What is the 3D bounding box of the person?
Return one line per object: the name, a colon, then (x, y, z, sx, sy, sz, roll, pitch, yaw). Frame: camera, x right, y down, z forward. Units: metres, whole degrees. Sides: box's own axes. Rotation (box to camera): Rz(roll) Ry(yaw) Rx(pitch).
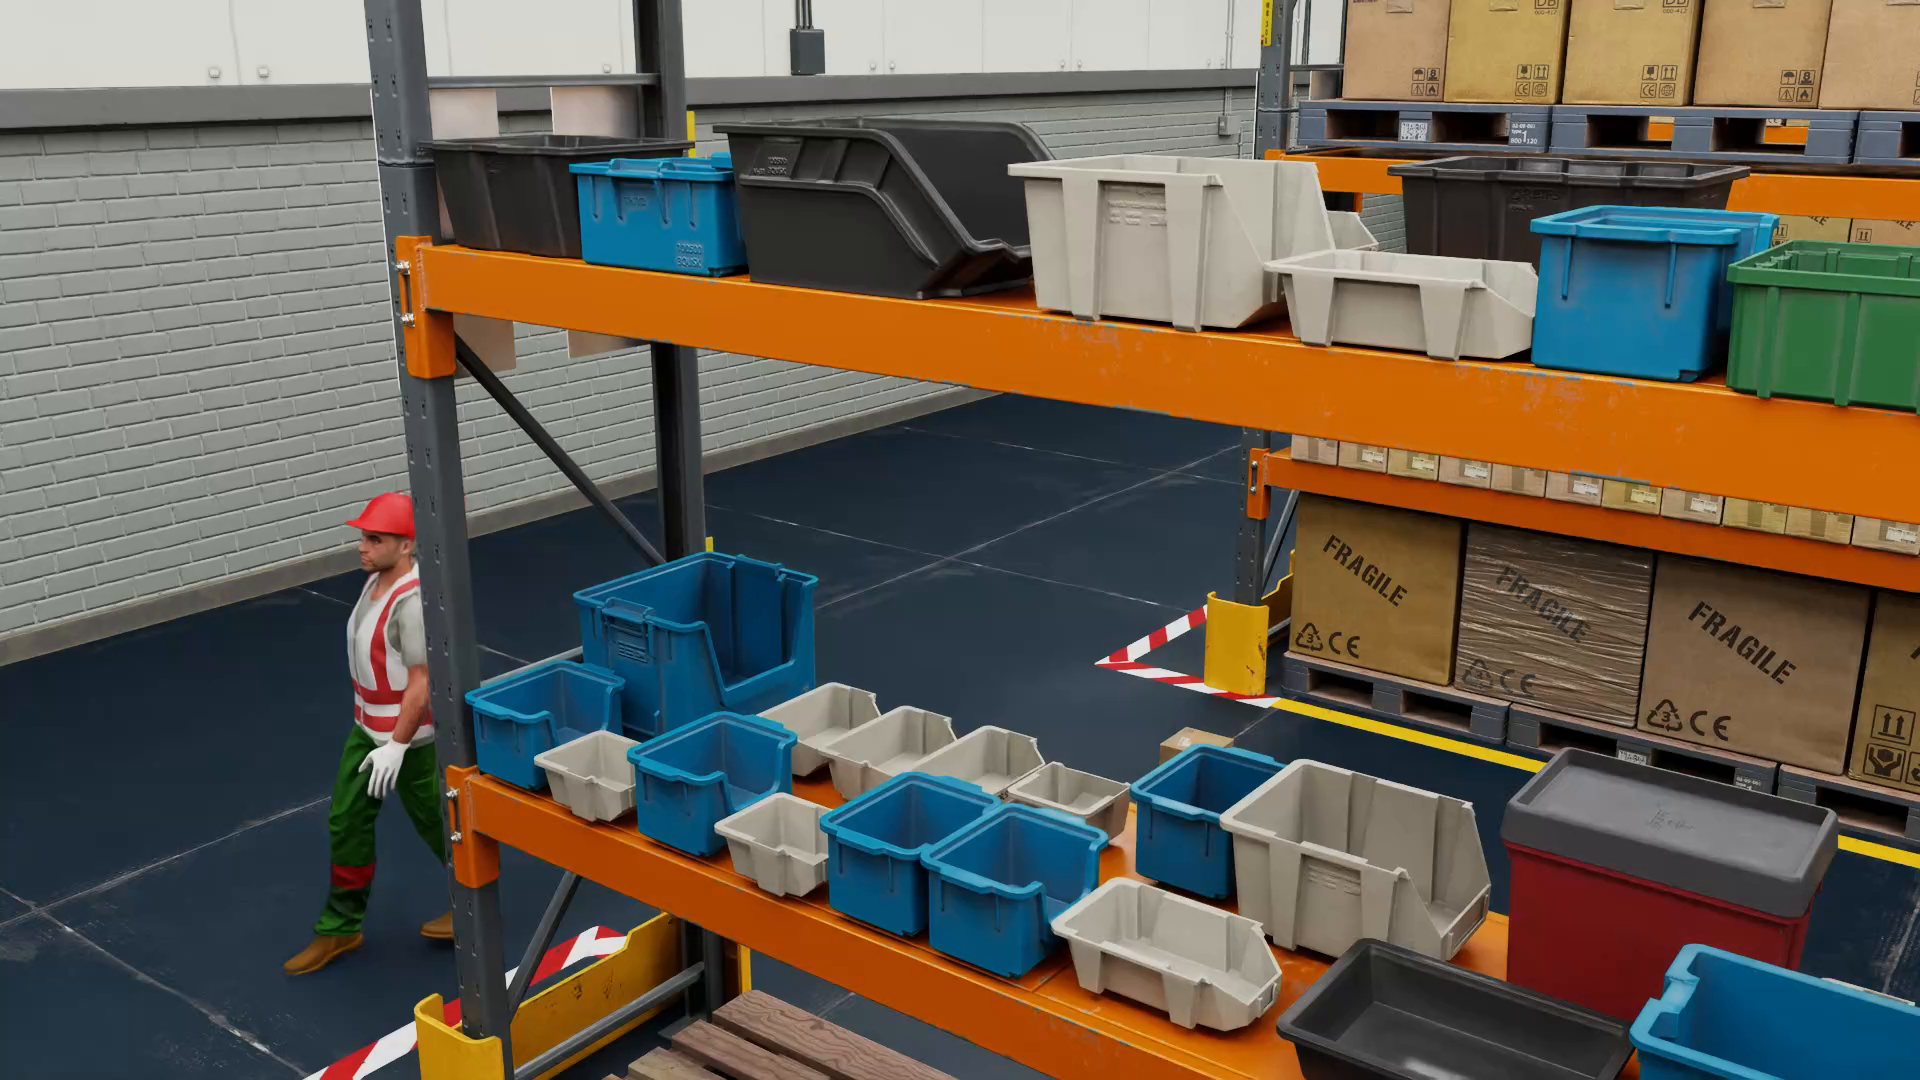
person: (-2.102, 0.723, 6.033, 0.765, 1.811, 0.579, -13, 21, -38)
